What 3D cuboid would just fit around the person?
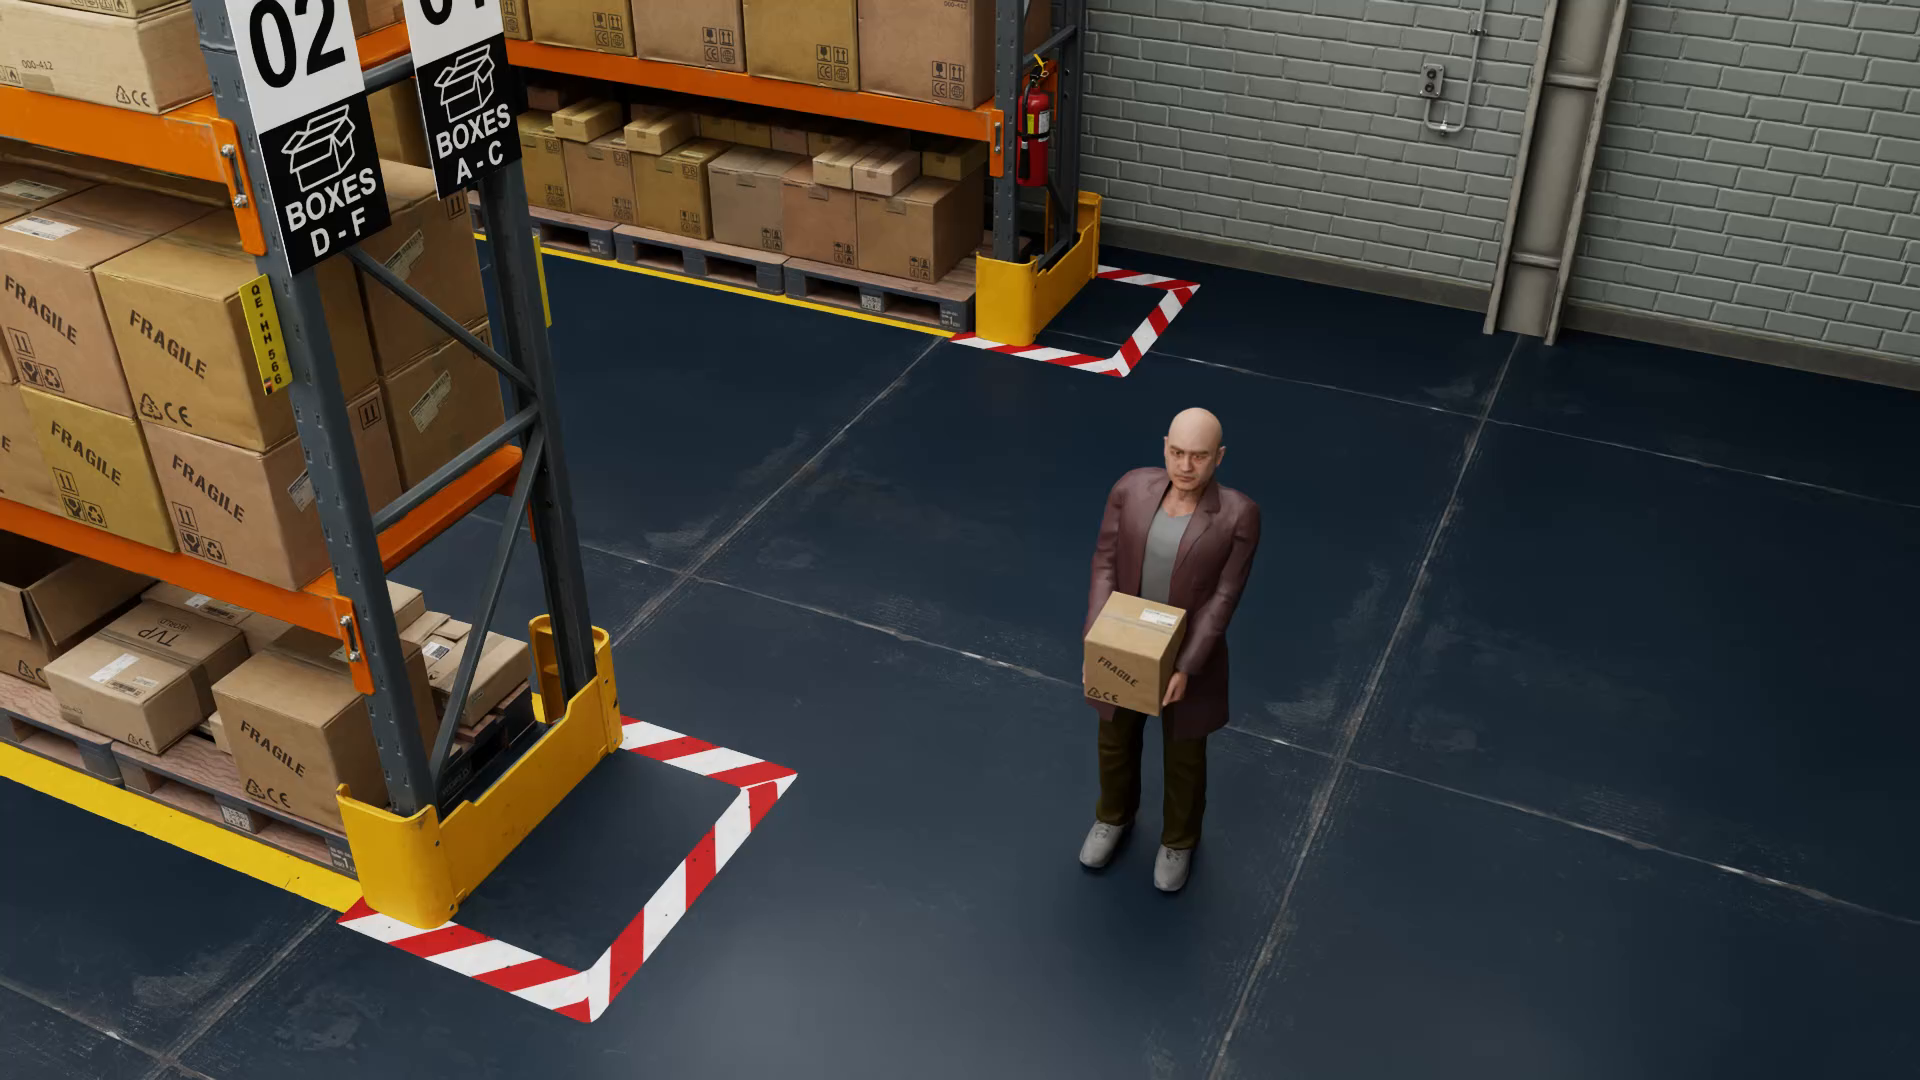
[{"bbox_3d":[0.645,0.424,5.513,0.531,1.769,0.555,15,36,21],"label":"person"}]
